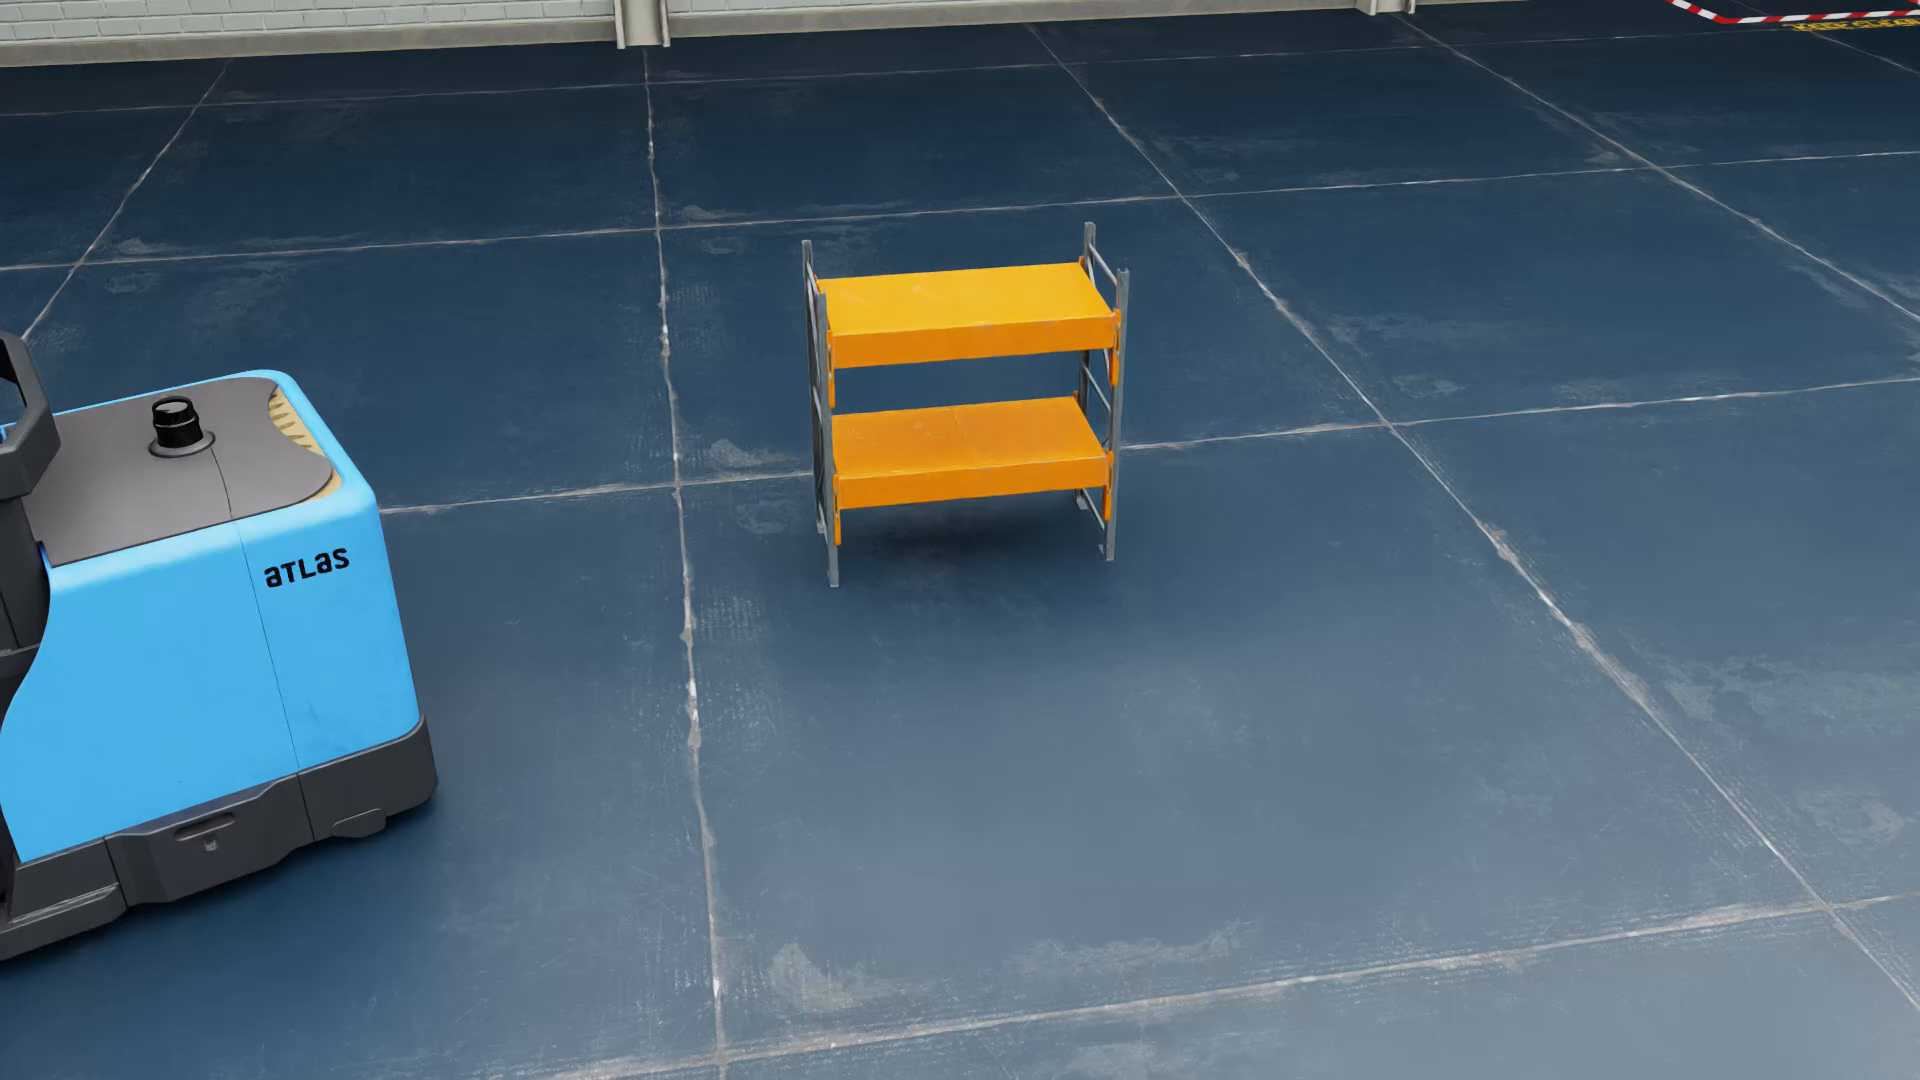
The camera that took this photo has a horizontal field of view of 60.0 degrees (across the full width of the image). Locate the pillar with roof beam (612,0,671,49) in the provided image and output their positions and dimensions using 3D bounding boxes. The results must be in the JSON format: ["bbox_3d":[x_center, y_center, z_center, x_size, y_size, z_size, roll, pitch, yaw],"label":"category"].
[{"bbox_3d":[-1.642,-5.533,6.782,0.400,9.000,9.100,-5,31,-9],"label":"pillar with roof beam"}]

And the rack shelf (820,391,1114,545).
[{"bbox_3d":[0.007,-0.275,6.090,1.000,0.278,0.538,-5,31,-9],"label":"rack shelf"}]

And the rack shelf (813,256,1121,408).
[{"bbox_3d":[0.007,-0.738,5.818,1.000,0.278,0.538,-5,31,-9],"label":"rack shelf"}]

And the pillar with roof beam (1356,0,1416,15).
[{"bbox_3d":[4.259,-6.081,7.714,0.400,9.000,9.100,-5,31,-9],"label":"pillar with roof beam"}]

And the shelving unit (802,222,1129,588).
[{"bbox_3d":[0.007,-0.486,5.966,1.048,1.125,0.538,-5,31,-9],"label":"shelving unit"}]

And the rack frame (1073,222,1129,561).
[{"bbox_3d":[0.507,-0.532,6.045,0.032,1.125,0.500,-5,31,-9],"label":"rack frame"}]

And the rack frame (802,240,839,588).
[{"bbox_3d":[-0.493,-0.439,5.887,0.032,1.125,0.500,-5,31,-9],"label":"rack frame"}]

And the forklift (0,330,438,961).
[{"bbox_3d":[-3.049,-0.264,3.808,3.031,2.935,1.130,-18,35,-28],"label":"forklift"}]
